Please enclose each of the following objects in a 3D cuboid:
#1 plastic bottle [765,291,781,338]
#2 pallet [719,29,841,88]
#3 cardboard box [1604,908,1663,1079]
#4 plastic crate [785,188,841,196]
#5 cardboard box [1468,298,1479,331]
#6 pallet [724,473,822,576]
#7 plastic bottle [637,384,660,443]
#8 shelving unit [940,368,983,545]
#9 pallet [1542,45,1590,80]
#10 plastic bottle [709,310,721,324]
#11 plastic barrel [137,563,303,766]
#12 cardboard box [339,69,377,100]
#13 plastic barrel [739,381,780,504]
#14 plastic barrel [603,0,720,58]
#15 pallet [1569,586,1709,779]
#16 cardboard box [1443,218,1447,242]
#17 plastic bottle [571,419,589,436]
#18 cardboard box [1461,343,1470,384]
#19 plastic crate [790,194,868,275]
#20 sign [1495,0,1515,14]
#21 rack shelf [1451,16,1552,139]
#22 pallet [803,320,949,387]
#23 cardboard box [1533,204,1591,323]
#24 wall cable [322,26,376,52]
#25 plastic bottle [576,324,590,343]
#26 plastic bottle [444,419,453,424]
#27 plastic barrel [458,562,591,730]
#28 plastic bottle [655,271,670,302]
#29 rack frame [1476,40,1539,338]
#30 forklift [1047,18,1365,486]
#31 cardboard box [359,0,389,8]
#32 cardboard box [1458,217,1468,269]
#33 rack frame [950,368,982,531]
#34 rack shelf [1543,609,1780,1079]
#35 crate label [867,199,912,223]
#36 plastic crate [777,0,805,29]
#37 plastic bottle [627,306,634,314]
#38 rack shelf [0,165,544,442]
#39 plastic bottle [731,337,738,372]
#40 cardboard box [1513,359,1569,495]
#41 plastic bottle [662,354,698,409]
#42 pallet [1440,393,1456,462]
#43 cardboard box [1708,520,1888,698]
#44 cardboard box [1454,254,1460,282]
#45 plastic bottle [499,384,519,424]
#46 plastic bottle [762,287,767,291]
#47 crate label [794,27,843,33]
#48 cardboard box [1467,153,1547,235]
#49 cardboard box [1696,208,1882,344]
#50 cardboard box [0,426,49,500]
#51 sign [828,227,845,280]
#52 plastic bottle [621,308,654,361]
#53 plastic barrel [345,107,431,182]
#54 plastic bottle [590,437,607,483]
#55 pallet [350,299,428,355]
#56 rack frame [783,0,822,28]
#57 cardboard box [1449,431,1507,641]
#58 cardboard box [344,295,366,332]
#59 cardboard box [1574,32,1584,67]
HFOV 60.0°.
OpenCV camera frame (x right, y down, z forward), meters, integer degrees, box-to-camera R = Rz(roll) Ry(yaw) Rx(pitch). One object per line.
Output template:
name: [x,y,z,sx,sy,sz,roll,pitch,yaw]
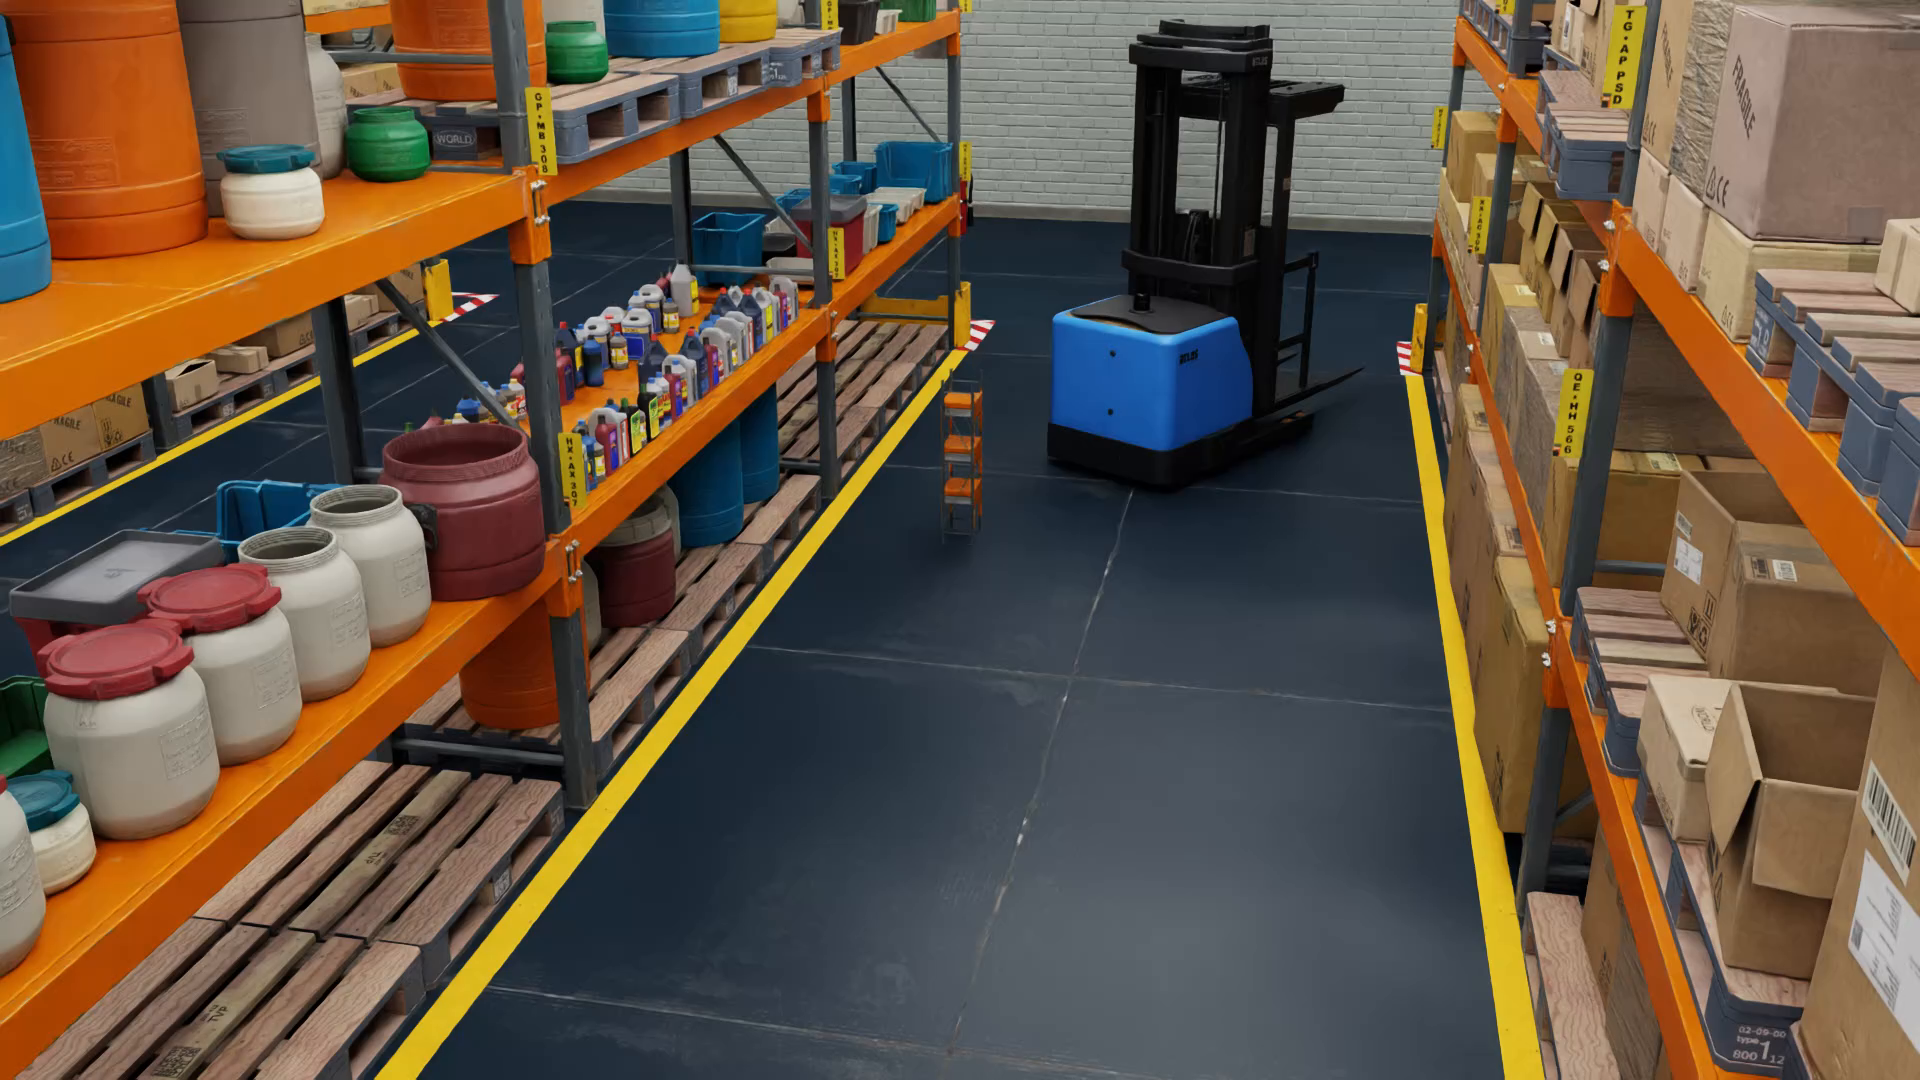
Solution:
plastic bottle: [-1.152,-1.351,9.858,0.152,0.276,0.135,4,22,11]
pallet: [-1.377,-2.720,9.330,1.213,0.211,1.003,4,22,11]
cardboard box: [2.502,1.536,5.282,0.700,0.500,0.500,3,22,6]
plastic crate: [-1.138,-2.577,12.880,0.416,0.233,0.300,4,22,11]
cardboard box: [3.277,-1.353,10.034,0.380,0.149,0.250,5,22,11]
pallet: [-1.511,-0.138,10.414,1.003,0.211,1.213,4,22,11]
plastic bottle: [-1.511,-0.626,8.050,0.061,0.283,0.133,4,22,11]
shelving unit: [0.011,-0.507,10.206,0.215,1.050,0.252,4,22,11]
pallet: [3.397,-2.297,8.282,0.805,0.209,1.217,4,22,9]
plastic bottle: [-1.380,-1.167,9.408,0.097,0.271,0.097,0,22,0]
plastic barrel: [-2.298,0.392,5.182,0.433,0.535,0.433,0,22,0]
cardboard box: [-5.269,-3.694,14.038,0.500,0.500,0.500,5,22,12]
plastic barrel: [-1.441,-0.734,10.408,0.600,0.901,0.708,4,22,11]
plastic barrel: [-1.512,-2.893,8.274,0.600,0.901,0.708,4,22,11]
pallet: [2.678,0.488,5.384,1.213,0.211,1.003,4,22,11]
cardboard box: [3.801,-2.292,12.365,0.380,0.149,0.250,4,22,10]
plastic bottle: [-1.756,-0.461,7.749,0.097,0.201,0.097,0,22,0]
cardboard box: [3.932,-1.107,11.368,0.875,0.875,0.875,4,22,11]
plastic crate: [-0.885,-2.075,11.326,0.402,0.464,0.583,4,22,11]
sign: [2.992,-3.043,9.080,0.100,0.325,0.005,4,22,11]
rack shelf: [3.944,-3.122,11.038,1.077,0.370,4.000,4,22,11]
pallet: [-0.703,-1.581,13.997,1.003,0.211,1.213,4,22,11]
cardboard box: [3.262,-1.360,8.239,0.797,0.503,0.637,5,22,12]
wall cable: [-8.692,-7.312,20.621,3.097,2.526,0.112,4,22,11]
plastic bottle: [-2.067,-1.047,9.110,0.097,0.271,0.097,0,22,0]
plastic bottle: [-2.376,-0.461,7.749,0.097,0.201,0.097,0,22,0]
plastic barrel: [-2.046,0.384,7.728,0.600,0.830,0.708,4,22,11]
plastic bottle: [-1.833,-1.506,10.234,0.061,0.283,0.133,4,22,11]
rack frame: [3.536,-1.333,9.648,1.000,3.000,0.127,4,22,11]
forklift: [1.963,-2.191,11.871,1.130,2.935,3.031,18,28,38]
cardboard box: [-5.192,-4.666,14.110,0.500,0.250,0.500,4,22,11]
cardboard box: [3.576,-1.959,11.005,0.500,0.250,0.500,5,22,12]
rack frame: [0.036,-0.551,10.317,0.200,1.050,0.008,4,22,11]
rack shelf: [2.311,1.195,4.334,1.077,0.370,4.000,4,22,11]
crate label: [-0.592,-2.558,12.963,0.396,0.136,0.243,4,22,11]
plastic crate: [-1.251,-3.723,11.725,0.437,0.282,0.530,4,22,11]
plastic bottle: [-1.925,-1.268,9.754,0.097,0.201,0.097,0,22,0]
rack shelf: [-2.537,-0.574,4.711,1.077,0.370,4.000,4,22,11]
plastic bottle: [-1.279,-1.038,9.181,0.097,0.201,0.097,0,22,0]
cardboard box: [2.788,-0.488,7.416,0.500,0.500,0.500,4,22,9]
plastic bottle: [-1.442,-0.831,8.568,0.152,0.276,0.135,4,22,11]
pallet: [4.014,-0.759,11.956,1.003,0.211,1.213,4,22,11]
cardboard box: [2.632,0.301,4.895,0.700,0.500,0.500,8,23,19]
cardboard box: [3.539,-1.823,11.201,0.380,0.149,0.250,4,22,10]
plastic bottle: [-2.257,-0.675,8.280,0.097,0.201,0.097,0,22,0]
plastic bottle: [-1.203,-1.452,10.210,0.097,0.201,0.097,0,22,0]
crate label: [-0.930,-3.137,10.464,0.293,0.136,0.466,4,22,11]
cardboard box: [3.474,-2.121,10.403,0.500,0.500,0.500,5,22,11]
cardboard box: [2.174,-0.663,4.170,0.500,0.250,0.500,5,22,12]
cardboard box: [-6.193,-0.568,10.506,0.500,0.500,0.500,5,22,12]
sign: [-0.775,-1.796,10.428,0.100,0.325,0.005,4,22,11]
plastic bottle: [-1.821,-1.163,9.391,0.152,0.276,0.135,4,22,11]
plastic barrel: [-2.130,-1.473,6.188,0.294,0.245,0.294,0,22,0]
plastic bottle: [-1.654,-0.365,7.511,0.097,0.201,0.097,0,22,0]
pallet: [-5.523,-1.939,14.887,1.003,0.211,1.213,4,22,11]
rack frame: [-1.313,-4.493,9.465,1.000,3.000,0.127,4,22,11]
cardboard box: [3.243,0.020,8.570,1.225,0.875,0.875,4,22,9]
cardboard box: [-5.438,-1.918,14.193,0.500,0.250,0.500,4,22,11]
cardboard box: [3.085,-2.269,7.732,0.380,0.149,0.250,4,22,9]
